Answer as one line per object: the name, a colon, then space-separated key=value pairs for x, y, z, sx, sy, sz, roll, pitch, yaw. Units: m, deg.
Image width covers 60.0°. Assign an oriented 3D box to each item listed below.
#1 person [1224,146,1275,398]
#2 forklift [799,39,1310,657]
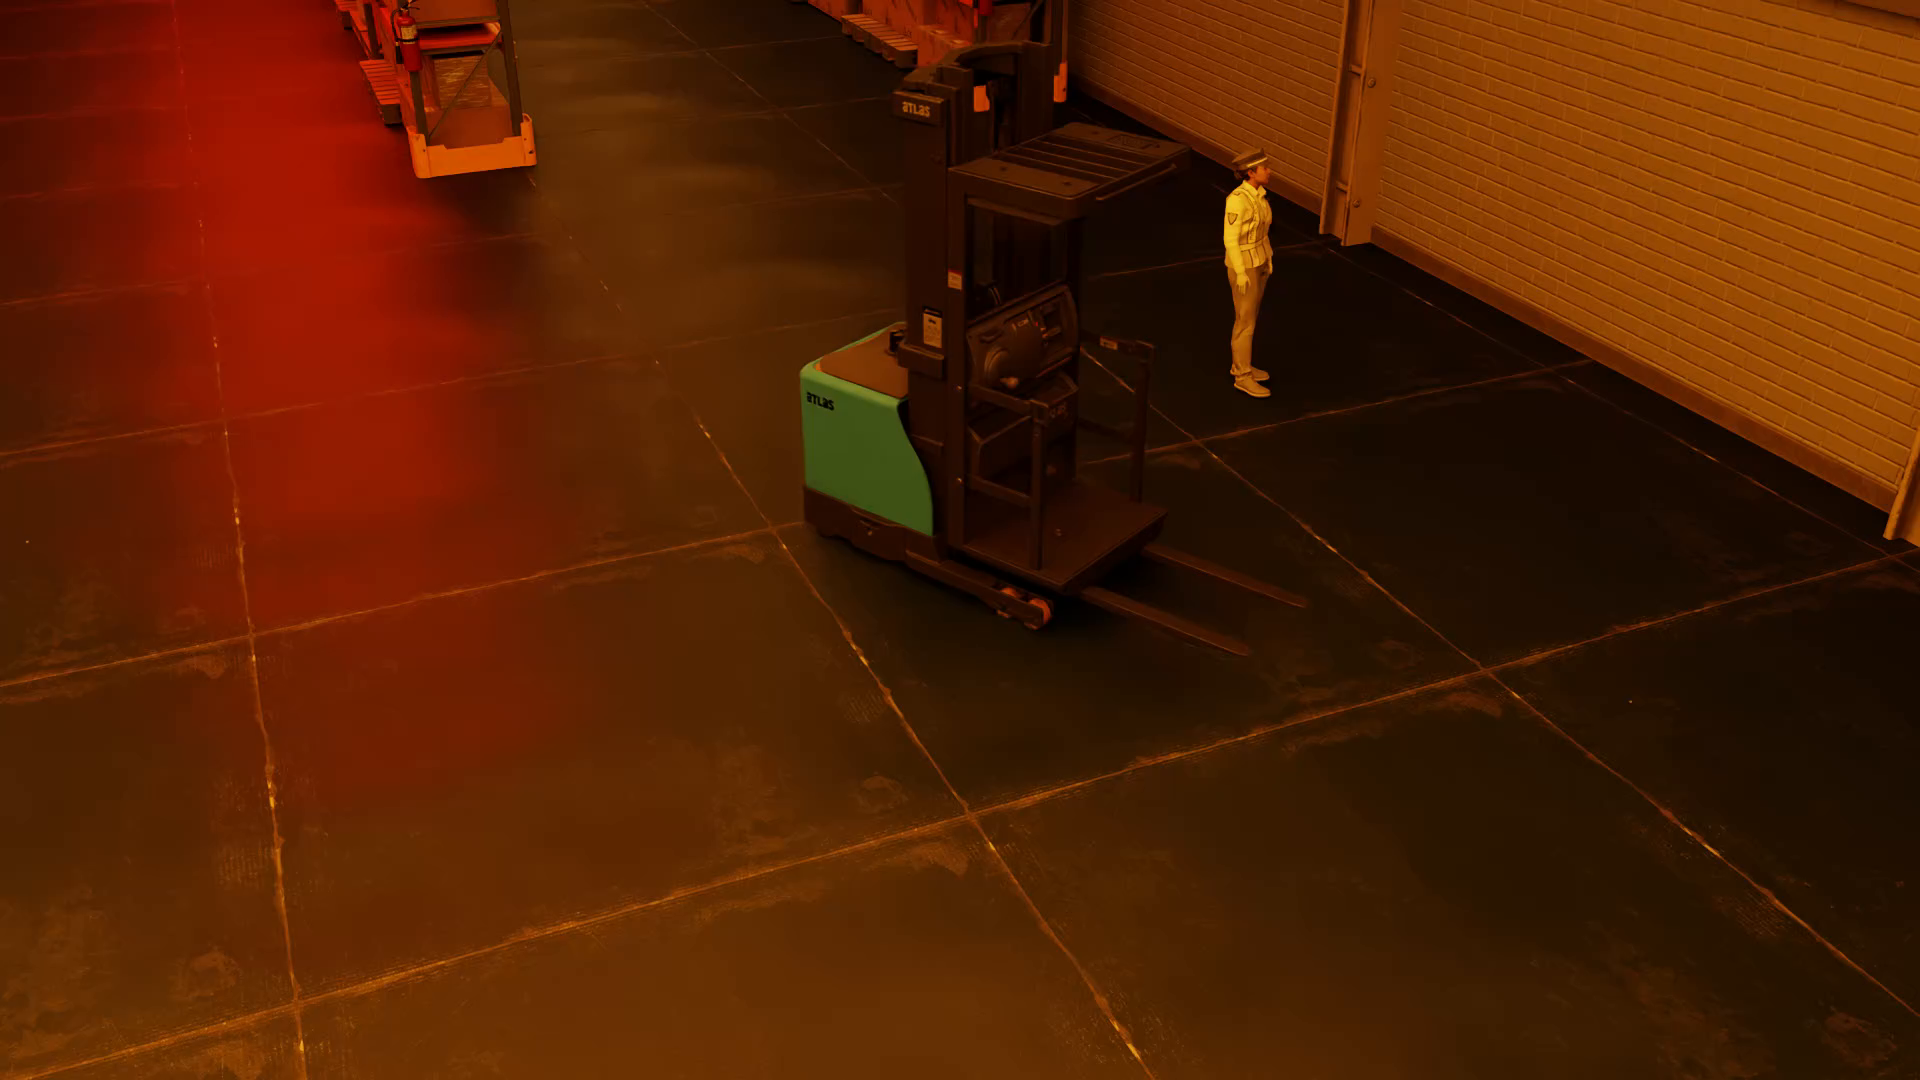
person: x=2.095 y=-1.916 z=11.701 sx=0.533 sy=1.694 sz=0.584 roll=16 pitch=34 yaw=26
forklift: x=0.513 y=-1.077 z=9.003 sx=3.031 sy=2.935 sz=1.130 roll=22 pitch=36 yaw=33
